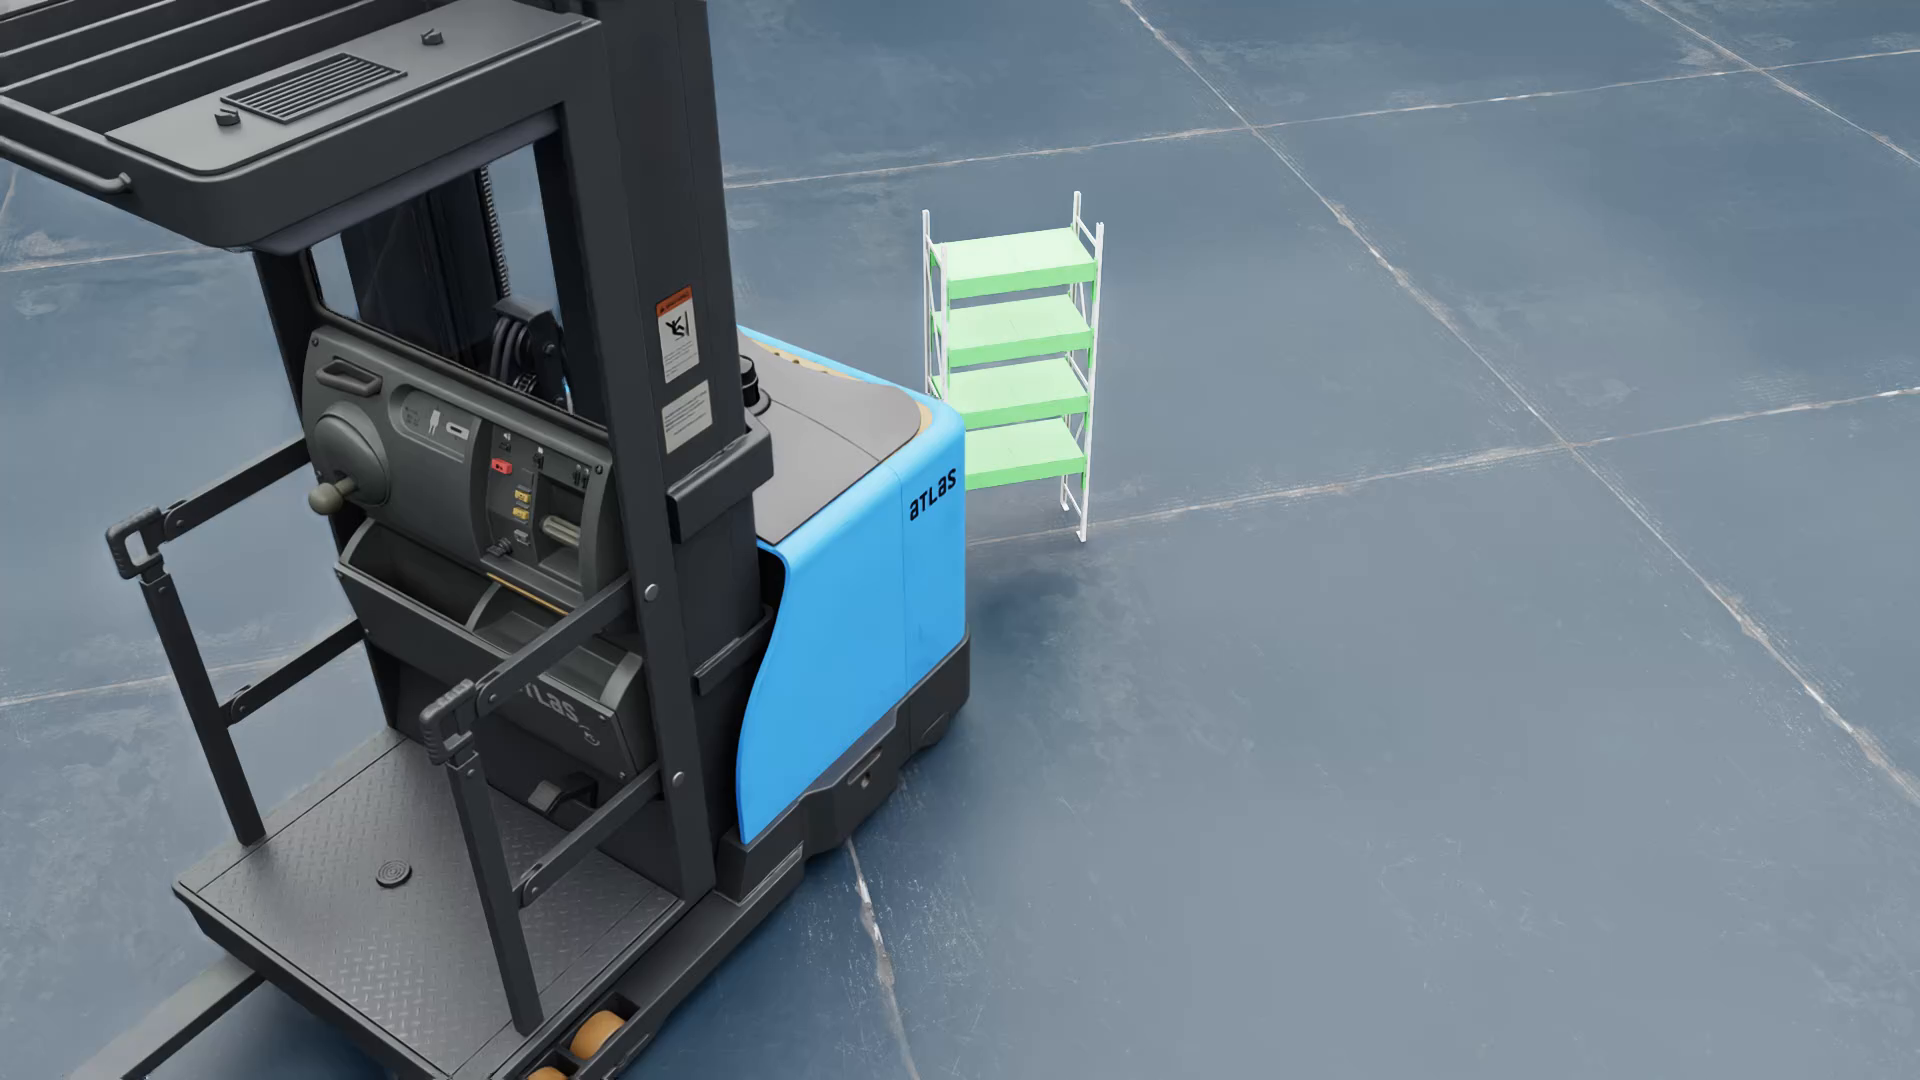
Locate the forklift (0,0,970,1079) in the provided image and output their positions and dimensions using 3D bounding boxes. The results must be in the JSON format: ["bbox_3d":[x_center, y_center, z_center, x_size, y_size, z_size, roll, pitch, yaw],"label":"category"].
[{"bbox_3d":[-1.222,-0.091,3.457,1.130,2.935,3.031,23,43,27],"label":"forklift"}]

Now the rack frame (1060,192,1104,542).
[{"bbox_3d":[0.395,-0.541,5.470,0.015,1.200,0.240,-9,38,-12],"label":"rack frame"}]

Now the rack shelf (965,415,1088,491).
[{"bbox_3d":[0.160,-0.261,5.604,0.480,0.148,0.258,-9,38,-12],"label":"rack shelf"}]

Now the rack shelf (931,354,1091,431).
[{"bbox_3d":[0.160,-0.452,5.459,0.480,0.148,0.258,-9,38,-12],"label":"rack shelf"}]

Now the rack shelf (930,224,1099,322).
[{"bbox_3d":[0.160,-0.833,5.167,0.480,0.148,0.258,-9,38,-12],"label":"rack shelf"}]

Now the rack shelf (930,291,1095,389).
[{"bbox_3d":[0.160,-0.643,5.313,0.480,0.148,0.258,-9,38,-12],"label":"rack shelf"}]

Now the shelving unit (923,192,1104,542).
[{"bbox_3d":[0.160,-0.503,5.420,0.503,1.200,0.258,-9,38,-12],"label":"shelving unit"}]

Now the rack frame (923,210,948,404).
[{"bbox_3d":[-0.076,-0.464,5.369,0.015,1.200,0.240,-9,38,-12],"label":"rack frame"}]
